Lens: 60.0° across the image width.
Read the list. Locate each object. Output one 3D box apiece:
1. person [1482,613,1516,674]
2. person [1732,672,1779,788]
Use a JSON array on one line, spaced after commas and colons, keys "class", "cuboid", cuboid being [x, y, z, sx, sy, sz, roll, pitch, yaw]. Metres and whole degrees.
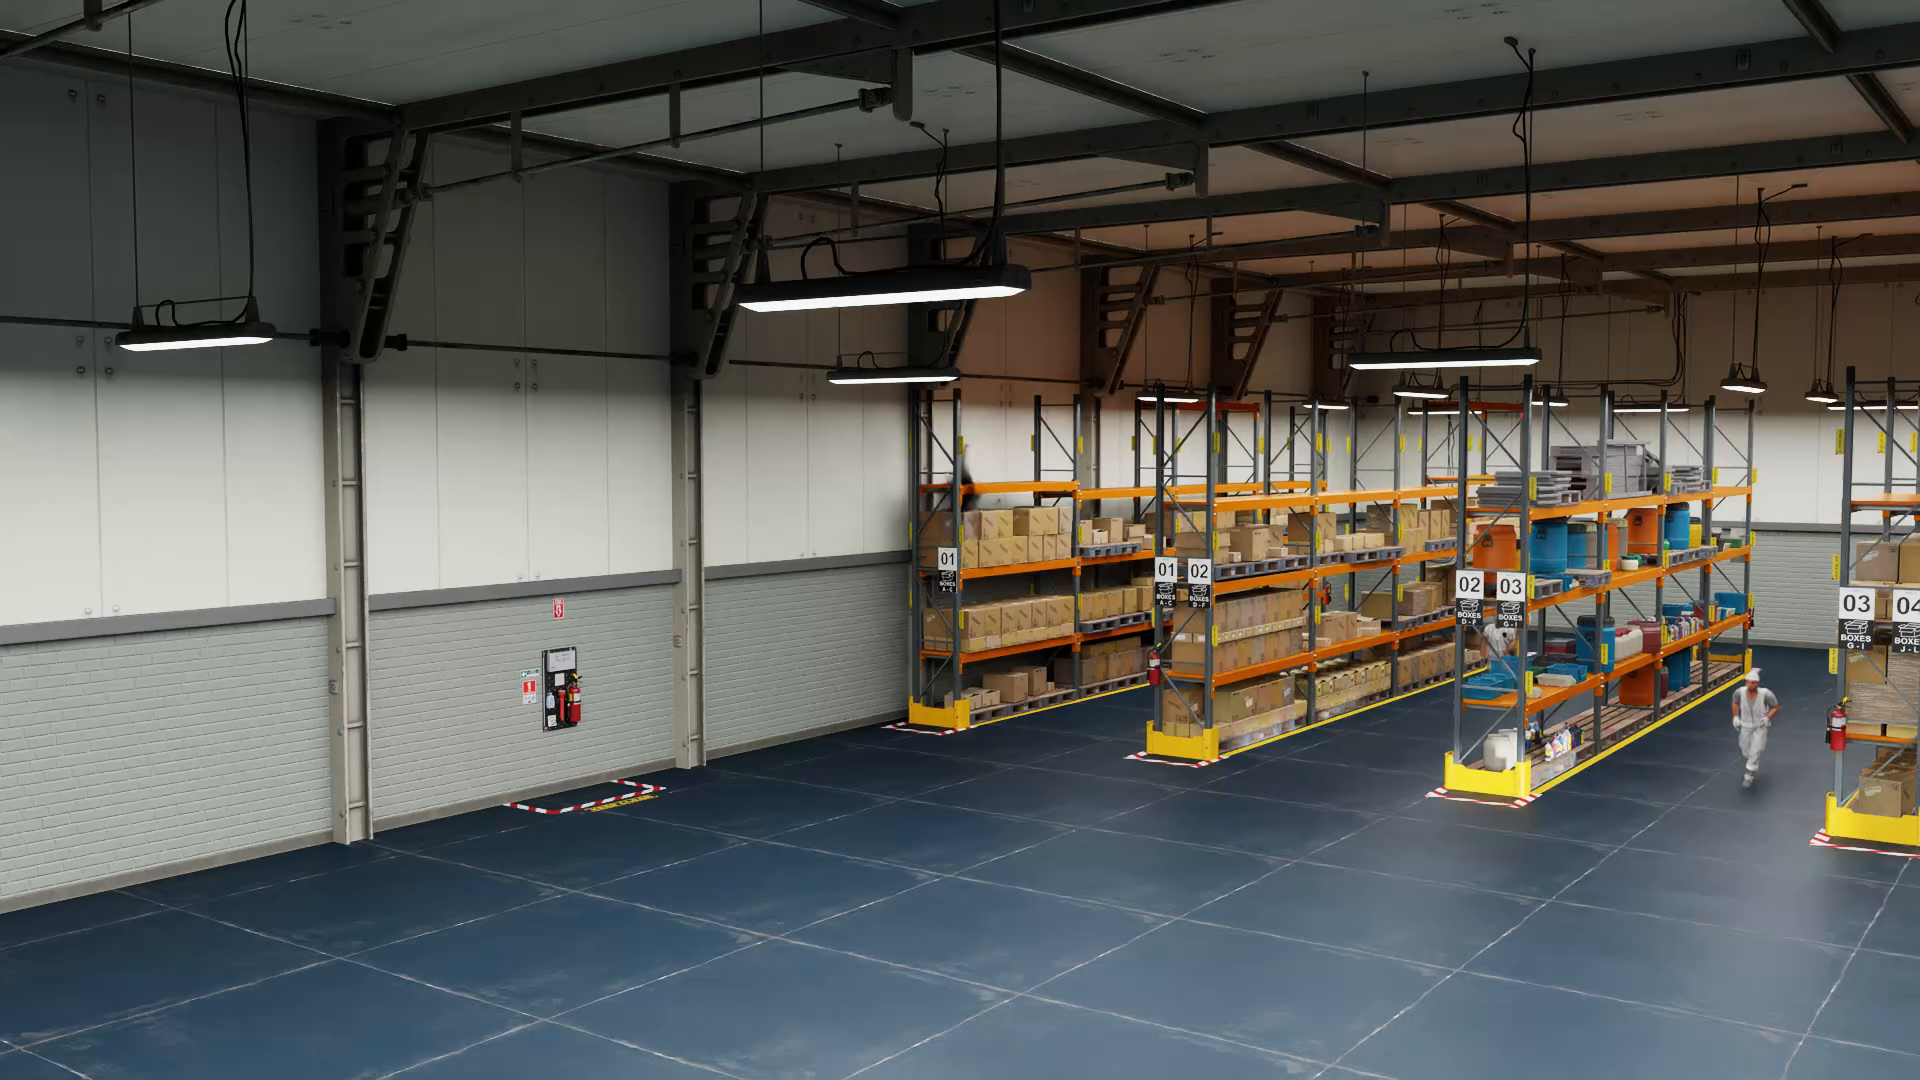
[{"class": "person", "cuboid": [10.736, 2.270, 33.138, 0.653, 1.708, 0.678, 1, 3, 21]}, {"class": "person", "cuboid": [11.703, 2.771, 24.480, 0.648, 1.719, 0.844, 2, 4, 30]}]
